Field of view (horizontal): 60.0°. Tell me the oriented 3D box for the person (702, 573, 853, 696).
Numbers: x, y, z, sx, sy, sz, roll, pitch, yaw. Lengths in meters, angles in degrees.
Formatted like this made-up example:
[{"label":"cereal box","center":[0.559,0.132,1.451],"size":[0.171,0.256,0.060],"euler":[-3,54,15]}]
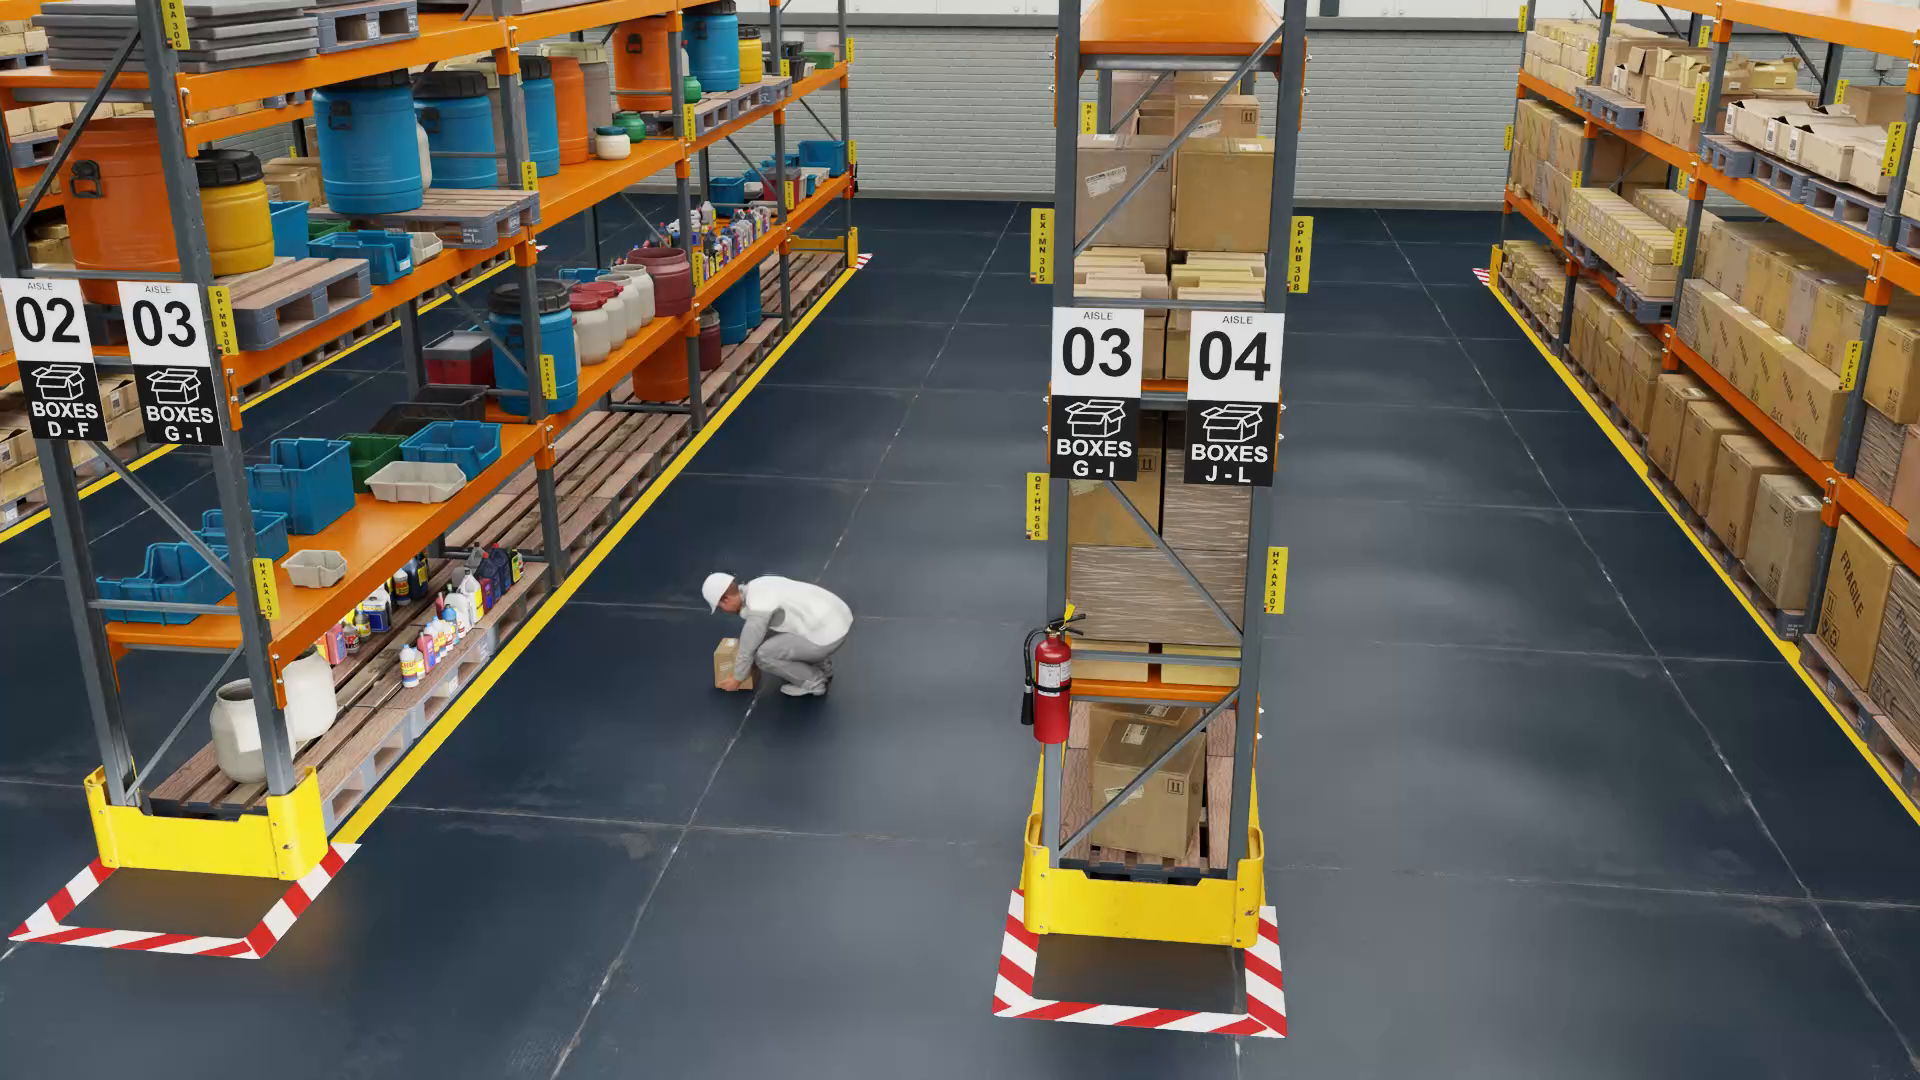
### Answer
[{"label":"person","center":[-1.191,0.619,10.916],"size":[0.954,0.860,0.526],"euler":[2,21,6]}]
